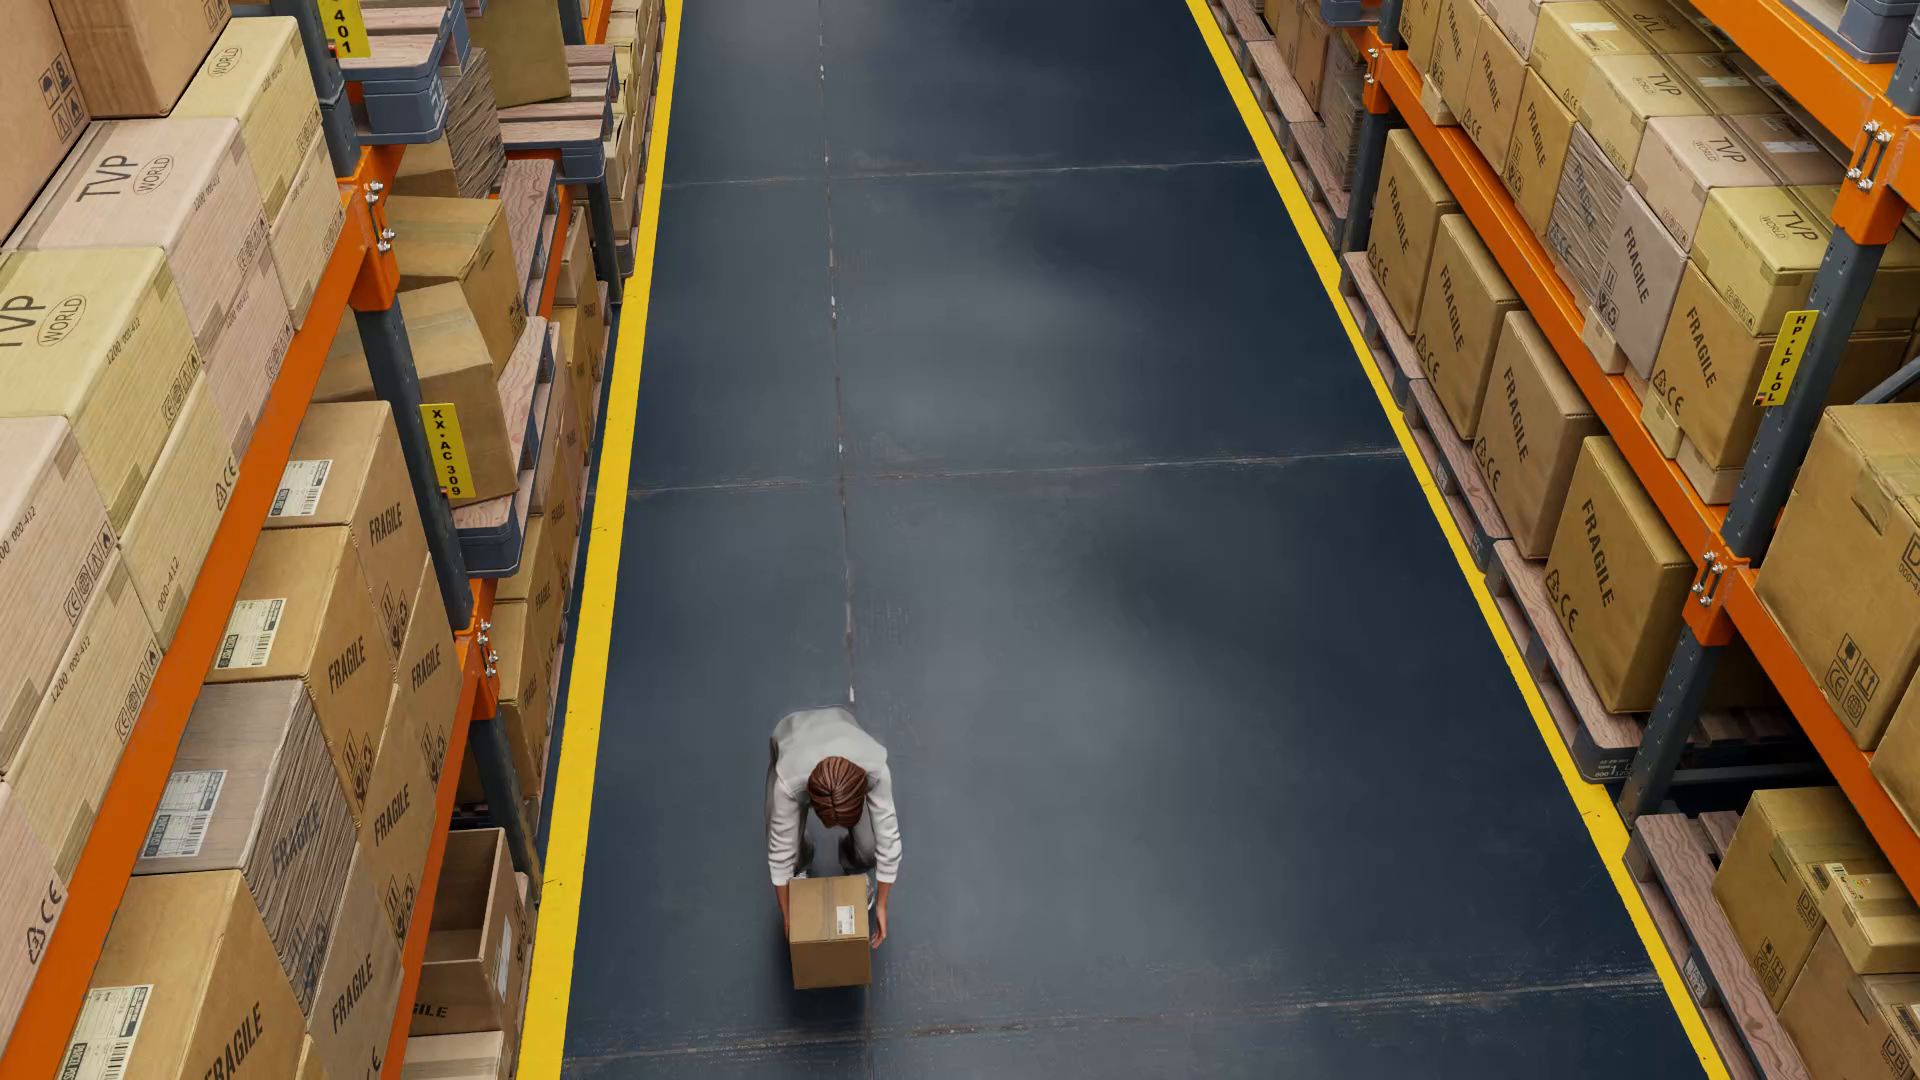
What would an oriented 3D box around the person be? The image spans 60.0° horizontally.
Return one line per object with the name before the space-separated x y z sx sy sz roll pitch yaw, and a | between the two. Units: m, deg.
person | -0.433 0.909 5.578 0.451 0.948 0.784 -3 40 -4
